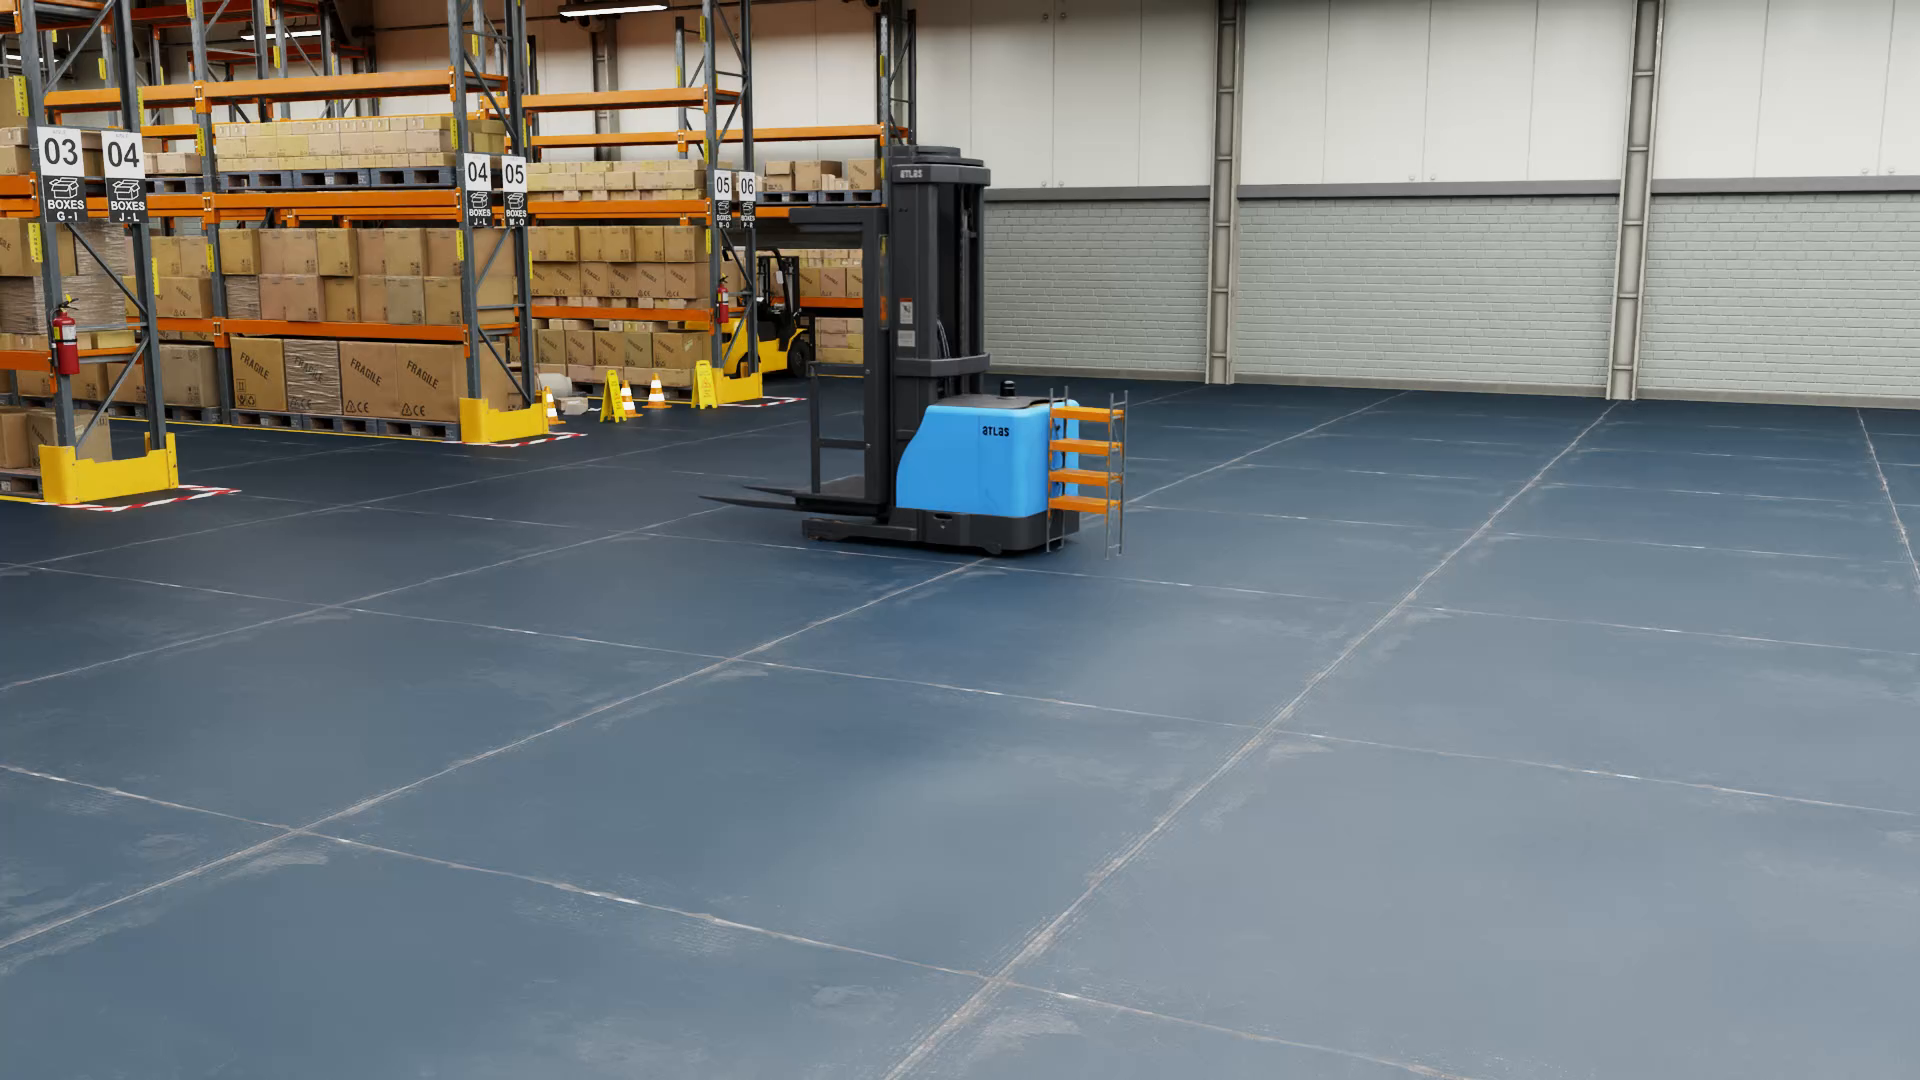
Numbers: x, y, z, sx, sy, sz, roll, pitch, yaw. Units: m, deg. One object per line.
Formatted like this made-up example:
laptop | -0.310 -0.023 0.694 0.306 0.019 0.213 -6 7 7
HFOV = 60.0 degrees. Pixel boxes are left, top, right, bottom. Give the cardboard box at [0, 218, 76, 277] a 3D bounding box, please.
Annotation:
cardboard box | -8.179 -2.575 14.611 0.500 0.500 0.500 5 11 26

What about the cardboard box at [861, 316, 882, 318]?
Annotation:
cardboard box | -1.346 -3.673 28.335 0.500 0.250 0.500 5 11 25

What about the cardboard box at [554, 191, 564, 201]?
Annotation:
cardboard box | -5.685 -4.990 24.160 0.250 0.149 0.380 5 11 24

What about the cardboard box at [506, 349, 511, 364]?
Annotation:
cardboard box | -7.250 -2.736 25.623 0.625 0.372 0.950 5 11 27

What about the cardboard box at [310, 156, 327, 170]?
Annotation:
cardboard box | -7.338 -4.388 19.377 0.250 0.149 0.380 5 11 27

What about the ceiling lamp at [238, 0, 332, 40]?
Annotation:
ceiling lamp | -11.981 -10.612 29.707 2.000 3.185 0.800 5 11 26

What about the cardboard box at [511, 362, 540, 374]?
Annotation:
cardboard box | -6.369 -2.545 24.913 0.500 0.250 0.500 4 11 23

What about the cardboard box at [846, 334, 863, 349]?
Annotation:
cardboard box | -1.574 -3.347 27.940 0.500 0.250 0.500 5 11 25

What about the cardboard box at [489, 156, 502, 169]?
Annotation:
cardboard box | -5.457 -4.354 19.188 0.250 0.149 0.380 5 11 26

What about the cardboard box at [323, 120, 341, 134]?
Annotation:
cardboard box | -7.111 -4.761 19.196 0.250 0.149 0.380 5 11 26

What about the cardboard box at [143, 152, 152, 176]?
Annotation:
cardboard box | -10.548 -4.774 21.052 0.500 0.311 0.500 5 11 24

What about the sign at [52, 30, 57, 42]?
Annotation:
sign | -12.223 -6.876 22.390 0.005 0.325 0.100 5 11 26

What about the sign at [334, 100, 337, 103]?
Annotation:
sign | -12.017 -8.570 31.970 0.005 0.325 0.100 5 11 26

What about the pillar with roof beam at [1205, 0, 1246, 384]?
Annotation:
pillar with roof beam | 2.252 -6.250 21.994 0.400 9.000 9.100 5 11 26

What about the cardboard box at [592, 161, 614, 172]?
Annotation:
cardboard box | -5.016 -5.306 23.668 0.250 0.149 0.380 5 12 27

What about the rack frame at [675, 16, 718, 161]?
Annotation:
rack frame | -4.586 -7.526 29.048 0.127 3.000 1.000 5 11 26

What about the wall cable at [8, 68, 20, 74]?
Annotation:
wall cable | -21.164 -8.662 35.220 0.133 3.039 2.988 5 11 26

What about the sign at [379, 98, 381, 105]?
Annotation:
sign | -11.520 -8.783 32.926 0.005 0.325 0.100 5 11 26

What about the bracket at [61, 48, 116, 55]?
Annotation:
bracket | -20.401 -10.796 37.005 5.218 0.066 0.076 5 11 26

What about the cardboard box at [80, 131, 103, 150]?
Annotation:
cardboard box | -7.721 -3.540 14.749 0.250 0.149 0.380 5 11 25

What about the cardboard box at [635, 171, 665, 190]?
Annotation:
cardboard box | -4.215 -5.054 23.396 0.500 0.250 0.500 5 11 25

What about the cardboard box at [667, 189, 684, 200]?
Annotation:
cardboard box | -3.873 -4.816 23.202 0.250 0.149 0.380 5 11 26

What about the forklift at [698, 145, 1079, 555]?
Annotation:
forklift | -0.631 -1.500 12.789 3.031 2.935 1.130 5 12 28

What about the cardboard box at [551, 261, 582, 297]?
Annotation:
cardboard box | -5.603 -3.820 24.299 0.500 0.500 0.500 5 11 25

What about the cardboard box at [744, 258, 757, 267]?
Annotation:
cardboard box | -3.514 -4.787 28.656 0.250 0.149 0.380 5 11 25

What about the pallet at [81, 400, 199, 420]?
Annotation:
pallet | -10.702 -1.755 21.836 1.213 0.211 1.003 5 11 26

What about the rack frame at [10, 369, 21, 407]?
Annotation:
rack frame | -12.466 -3.298 22.530 0.127 3.000 1.000 5 11 26

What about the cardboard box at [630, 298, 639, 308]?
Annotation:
cardboard box | -4.530 -3.422 23.919 0.250 0.149 0.380 5 11 27

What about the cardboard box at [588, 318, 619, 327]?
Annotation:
cardboard box | -6.426 -3.773 30.644 0.625 0.625 0.875 5 11 23

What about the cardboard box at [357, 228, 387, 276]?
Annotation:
cardboard box | -6.583 -3.403 19.655 0.550 0.550 0.875 5 11 26

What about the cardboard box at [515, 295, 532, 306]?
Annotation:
cardboard box | -6.389 -3.570 24.738 0.250 0.149 0.380 5 12 27

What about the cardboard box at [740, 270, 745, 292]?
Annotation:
cardboard box | -3.829 -4.508 28.938 0.500 0.500 0.500 5 12 27

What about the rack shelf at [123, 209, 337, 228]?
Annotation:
rack shelf | -12.160 -5.376 27.610 4.000 0.370 1.077 5 11 26

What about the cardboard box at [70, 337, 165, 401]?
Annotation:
cardboard box | -11.174 -2.267 21.971 0.750 0.750 1.050 5 11 27

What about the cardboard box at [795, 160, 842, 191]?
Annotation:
cardboard box | -2.378 -6.133 28.030 0.500 0.500 0.700 5 11 26

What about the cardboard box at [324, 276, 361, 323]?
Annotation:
cardboard box | -7.087 -2.903 19.924 0.500 0.550 0.875 5 11 26

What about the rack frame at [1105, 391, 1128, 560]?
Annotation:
rack frame | 1.120 -0.461 11.907 0.015 1.200 0.240 8 13 32

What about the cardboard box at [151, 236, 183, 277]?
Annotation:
cardboard box | -9.788 -3.602 21.124 0.500 0.500 0.700 5 11 25

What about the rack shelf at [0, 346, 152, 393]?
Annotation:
rack shelf | -9.370 -1.687 15.649 4.000 0.370 1.077 5 11 26

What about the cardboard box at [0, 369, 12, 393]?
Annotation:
cardboard box | -13.171 -2.285 22.771 0.500 0.500 0.500 5 11 26

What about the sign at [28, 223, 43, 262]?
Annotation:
sign | -7.840 -2.522 14.102 0.005 0.325 0.100 5 11 26

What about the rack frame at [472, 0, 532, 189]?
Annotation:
rack frame | -6.779 -6.733 24.666 0.127 3.000 1.000 5 11 26

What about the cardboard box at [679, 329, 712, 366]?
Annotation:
cardboard box | -3.814 -2.798 24.205 0.500 0.500 0.500 5 11 24

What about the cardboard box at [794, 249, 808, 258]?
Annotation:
cardboard box | -2.602 -4.853 28.185 0.250 0.149 0.380 5 12 27

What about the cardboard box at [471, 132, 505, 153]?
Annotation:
cardboard box | -5.611 -4.551 19.157 0.500 0.250 0.500 5 11 26

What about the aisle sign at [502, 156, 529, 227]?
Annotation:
aisle sign | -5.095 -3.989 19.049 0.004 0.787 0.394 5 11 26

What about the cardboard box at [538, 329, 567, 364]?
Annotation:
cardboard box | -5.884 -2.874 24.623 0.500 0.500 0.500 6 12 28

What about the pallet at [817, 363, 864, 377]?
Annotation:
pallet | -1.703 -2.941 28.385 1.213 0.211 1.003 5 11 26

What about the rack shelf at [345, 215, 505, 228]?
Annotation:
rack shelf | -9.967 -6.169 31.992 4.000 0.370 1.077 5 11 26

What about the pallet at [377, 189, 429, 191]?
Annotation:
pallet | -8.217 -5.312 25.762 1.003 0.211 1.213 5 11 26

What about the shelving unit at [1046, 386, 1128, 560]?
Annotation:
shelving unit | 0.914 -0.488 12.035 0.503 1.200 0.258 8 13 32

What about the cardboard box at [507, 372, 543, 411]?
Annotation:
cardboard box | -5.887 -1.972 22.212 0.637 0.503 0.797 -2 11 -14

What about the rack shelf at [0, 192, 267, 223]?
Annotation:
rack shelf | -10.672 -4.262 21.456 4.000 0.370 1.077 5 11 26

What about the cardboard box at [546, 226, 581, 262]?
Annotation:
cardboard box | -5.593 -4.312 24.209 0.500 0.500 0.700 5 11 25

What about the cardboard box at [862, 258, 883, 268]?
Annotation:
cardboard box | -1.434 -4.610 27.678 0.250 0.149 0.380 5 11 27
